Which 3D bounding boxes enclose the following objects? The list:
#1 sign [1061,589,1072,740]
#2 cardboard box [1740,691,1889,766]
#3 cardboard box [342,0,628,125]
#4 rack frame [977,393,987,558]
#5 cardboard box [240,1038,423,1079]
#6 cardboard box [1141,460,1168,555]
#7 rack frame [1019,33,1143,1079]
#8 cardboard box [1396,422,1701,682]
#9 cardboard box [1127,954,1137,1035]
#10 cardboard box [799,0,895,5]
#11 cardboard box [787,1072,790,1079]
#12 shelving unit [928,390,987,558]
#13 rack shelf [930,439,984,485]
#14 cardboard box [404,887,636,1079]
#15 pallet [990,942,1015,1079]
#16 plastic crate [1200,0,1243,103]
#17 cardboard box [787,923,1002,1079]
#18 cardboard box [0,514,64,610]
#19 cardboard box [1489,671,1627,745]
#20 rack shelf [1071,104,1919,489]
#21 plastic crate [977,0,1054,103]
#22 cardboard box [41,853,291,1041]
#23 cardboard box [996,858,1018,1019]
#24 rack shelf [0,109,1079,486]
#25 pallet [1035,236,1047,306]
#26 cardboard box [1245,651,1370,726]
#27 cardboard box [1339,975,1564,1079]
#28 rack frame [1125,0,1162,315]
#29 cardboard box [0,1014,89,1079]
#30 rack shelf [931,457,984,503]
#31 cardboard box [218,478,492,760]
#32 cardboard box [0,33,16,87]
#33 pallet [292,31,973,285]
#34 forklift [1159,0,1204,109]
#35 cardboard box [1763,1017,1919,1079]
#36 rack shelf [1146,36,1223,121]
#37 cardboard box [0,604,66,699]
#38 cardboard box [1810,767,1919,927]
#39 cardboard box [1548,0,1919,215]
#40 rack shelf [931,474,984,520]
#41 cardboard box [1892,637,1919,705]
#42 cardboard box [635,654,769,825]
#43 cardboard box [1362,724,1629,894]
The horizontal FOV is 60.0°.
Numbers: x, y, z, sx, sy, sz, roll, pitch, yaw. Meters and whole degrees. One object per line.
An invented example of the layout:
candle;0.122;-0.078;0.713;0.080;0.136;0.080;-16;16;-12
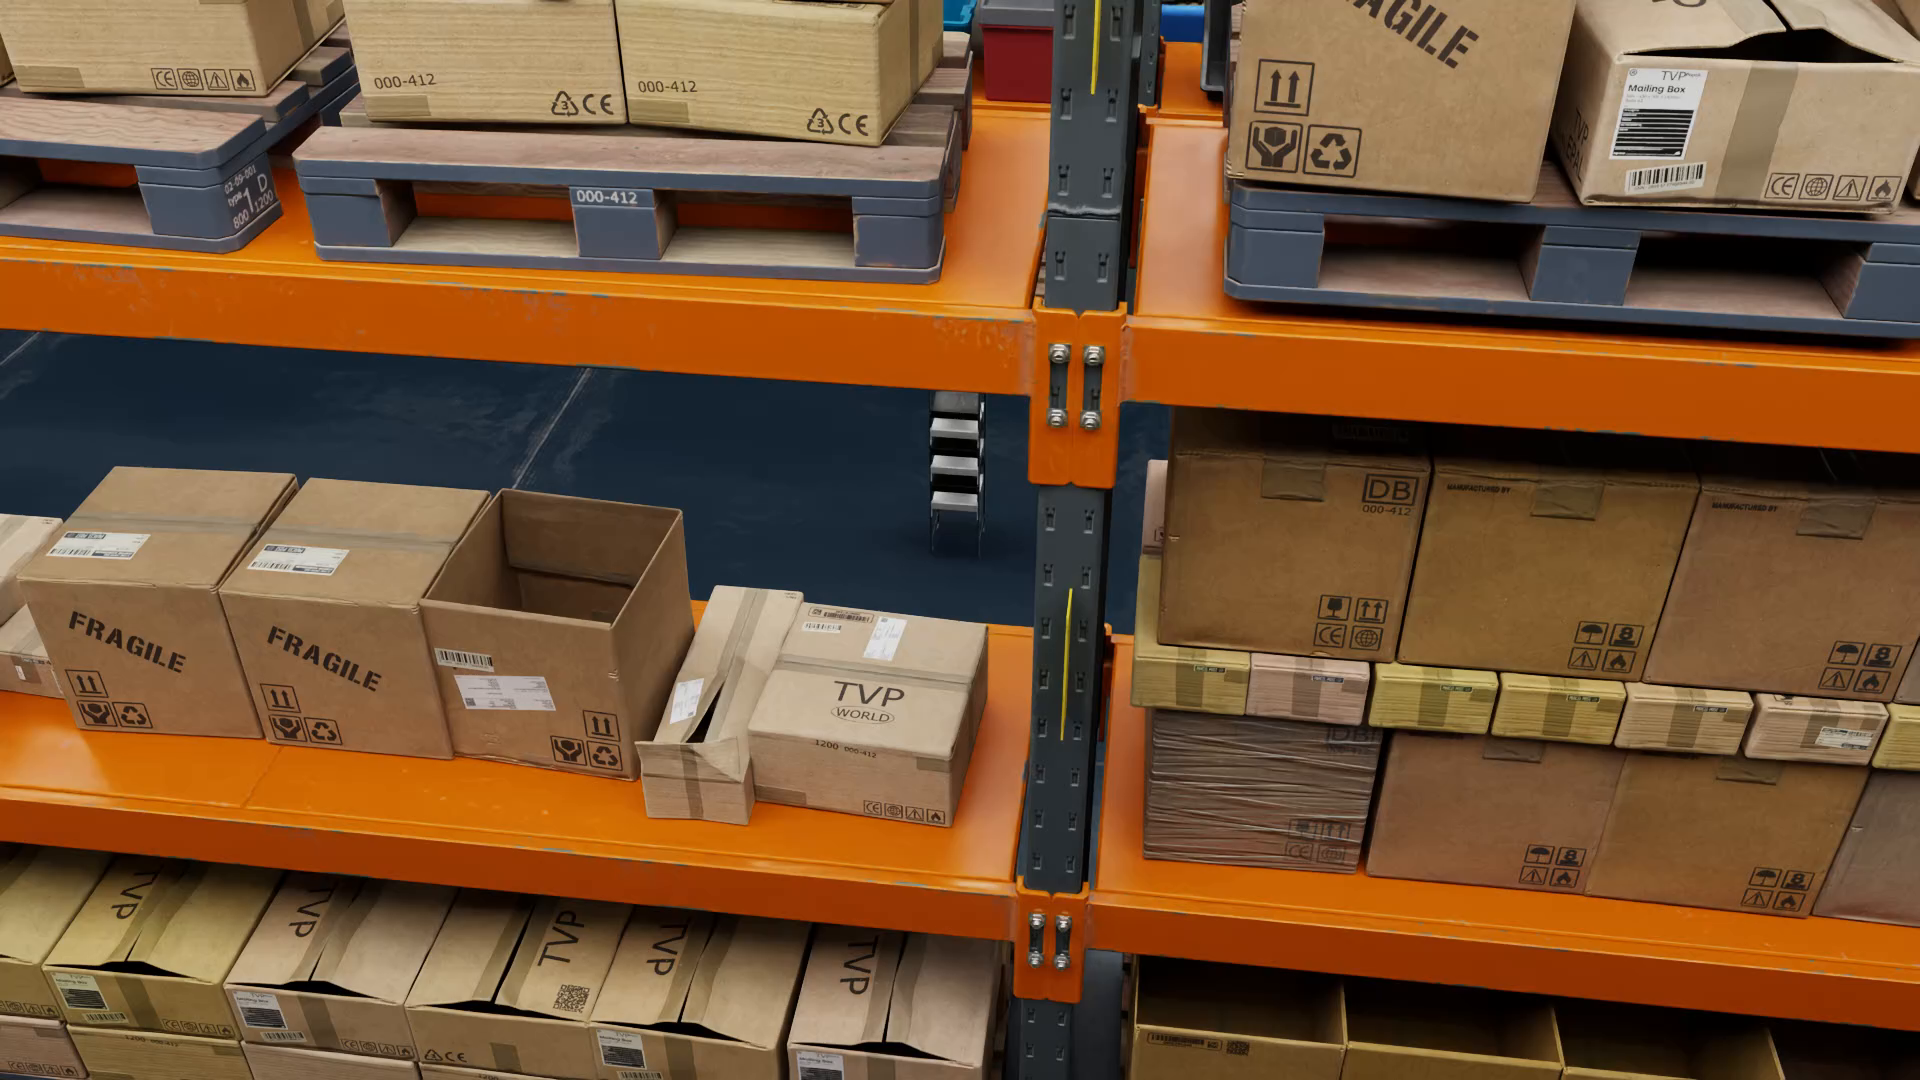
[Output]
sign;0.217;0.255;3.382;0.005;0.325;0.100;4;36;6
cardboard box;1.797;0.300;3.603;0.250;0.149;0.380;3;36;5
cardboard box;-0.879;-1.041;3.311;0.500;0.250;0.500;1;36;1
rack frame;0.093;-0.359;6.979;0.006;0.900;0.240;4;36;6
cardboard box;-1.686;1.351;4.781;0.500;0.250;0.500;5;36;7
cardboard box;0.573;-0.028;4.062;0.250;0.149;0.380;4;36;6
rack frame;0.276;0.380;4.135;0.127;3.000;1.000;4;36;6
cardboard box;1.218;-0.122;3.637;0.500;0.500;0.700;4;36;6
cardboard box;0.764;1.237;4.940;0.500;0.250;0.500;4;36;6
cardboard box;-0.331;-1.324;3.063;0.500;0.500;0.500;5;36;7
cardboard box;-0.674;1.427;4.674;0.500;0.250;0.500;4;36;5
shelving unit;-0.008;-0.367;6.989;0.210;0.900;0.258;4;36;6
rack shelf;-0.008;-0.340;7.009;0.200;0.077;0.258;4;36;6
cardboard box;-1.174;1.163;4.562;0.500;0.311;0.500;4;36;6
pallet;-0.460;1.483;4.990;1.213;0.211;1.003;4;36;6
plastic crate;1.414;-2.336;7.994;0.504;0.338;0.767;4;36;6
cardboard box;-0.162;1.236;4.459;0.500;0.311;0.500;4;36;6
cardboard box;-2.764;0.094;4.752;0.250;0.149;0.380;4;36;6
cardboard box;1.283;0.262;3.656;0.250;0.149;0.380;4;36;6
rack shelf;2.260;-0.400;3.265;4.000;0.370;1.077;4;36;6
plastic crate;0.391;-2.359;7.918;0.583;0.464;0.402;4;36;6
cardboard box;-2.182;1.086;4.670;0.500;0.311;0.500;3;36;5
cardboard box;-0.092;1.156;5.053;0.500;0.250;0.500;3;36;5
rack shelf;-1.708;-0.696;3.680;4.000;0.370;1.077;4;36;6
pallet;0.127;-1.374;8.994;1.213;0.211;1.003;4;36;6
cardboard box;0.767;0.226;3.707;0.250;0.149;0.380;5;36;7
cardboard box;1.193;1.271;4.247;0.500;0.500;0.500;4;36;6
rack frame;0.911;-2.473;8.133;0.127;3.000;1.000;4;36;6
cardboard box;-2.711;1.277;4.883;0.500;0.250;0.500;3;36;5
rack shelf;-0.008;-0.267;7.061;0.200;0.077;0.258;4;36;6
cardboard box;-1.503;0.198;4.305;0.500;0.500;0.500;4;36;6
cardboard box;-2.146;-1.168;3.490;0.500;0.250;0.500;4;36;5
pallet;-0.600;-0.820;3.400;1.217;0.209;0.805;3;36;4
forklift;1.643;-4.308;10.763;1.130;2.935;3.031;2;36;3
cardboard box;2.184;1.348;4.139;0.500;0.500;0.500;4;36;6
rack shelf;2.894;-2.033;8.135;4.000;0.370;1.077;4;36;6
cardboard box;-2.419;0.249;4.536;0.250;0.149;0.380;7;36;9
cardboard box;2.246;0.481;3.908;0.500;0.500;0.700;5;36;7
cardboard box;1.278;-0.803;2.806;0.500;0.311;0.500;2;36;3
rack shelf;-0.008;-0.193;7.113;0.200;0.077;0.258;4;36;6
cardboard box;2.210;-0.048;3.532;0.500;0.500;0.700;4;36;6
cardboard box;-0.619;0.476;4.117;0.258;0.266;0.396;3;36;5
cardboard box;1.241;0.404;4.015;0.500;0.500;0.700;4;36;5
